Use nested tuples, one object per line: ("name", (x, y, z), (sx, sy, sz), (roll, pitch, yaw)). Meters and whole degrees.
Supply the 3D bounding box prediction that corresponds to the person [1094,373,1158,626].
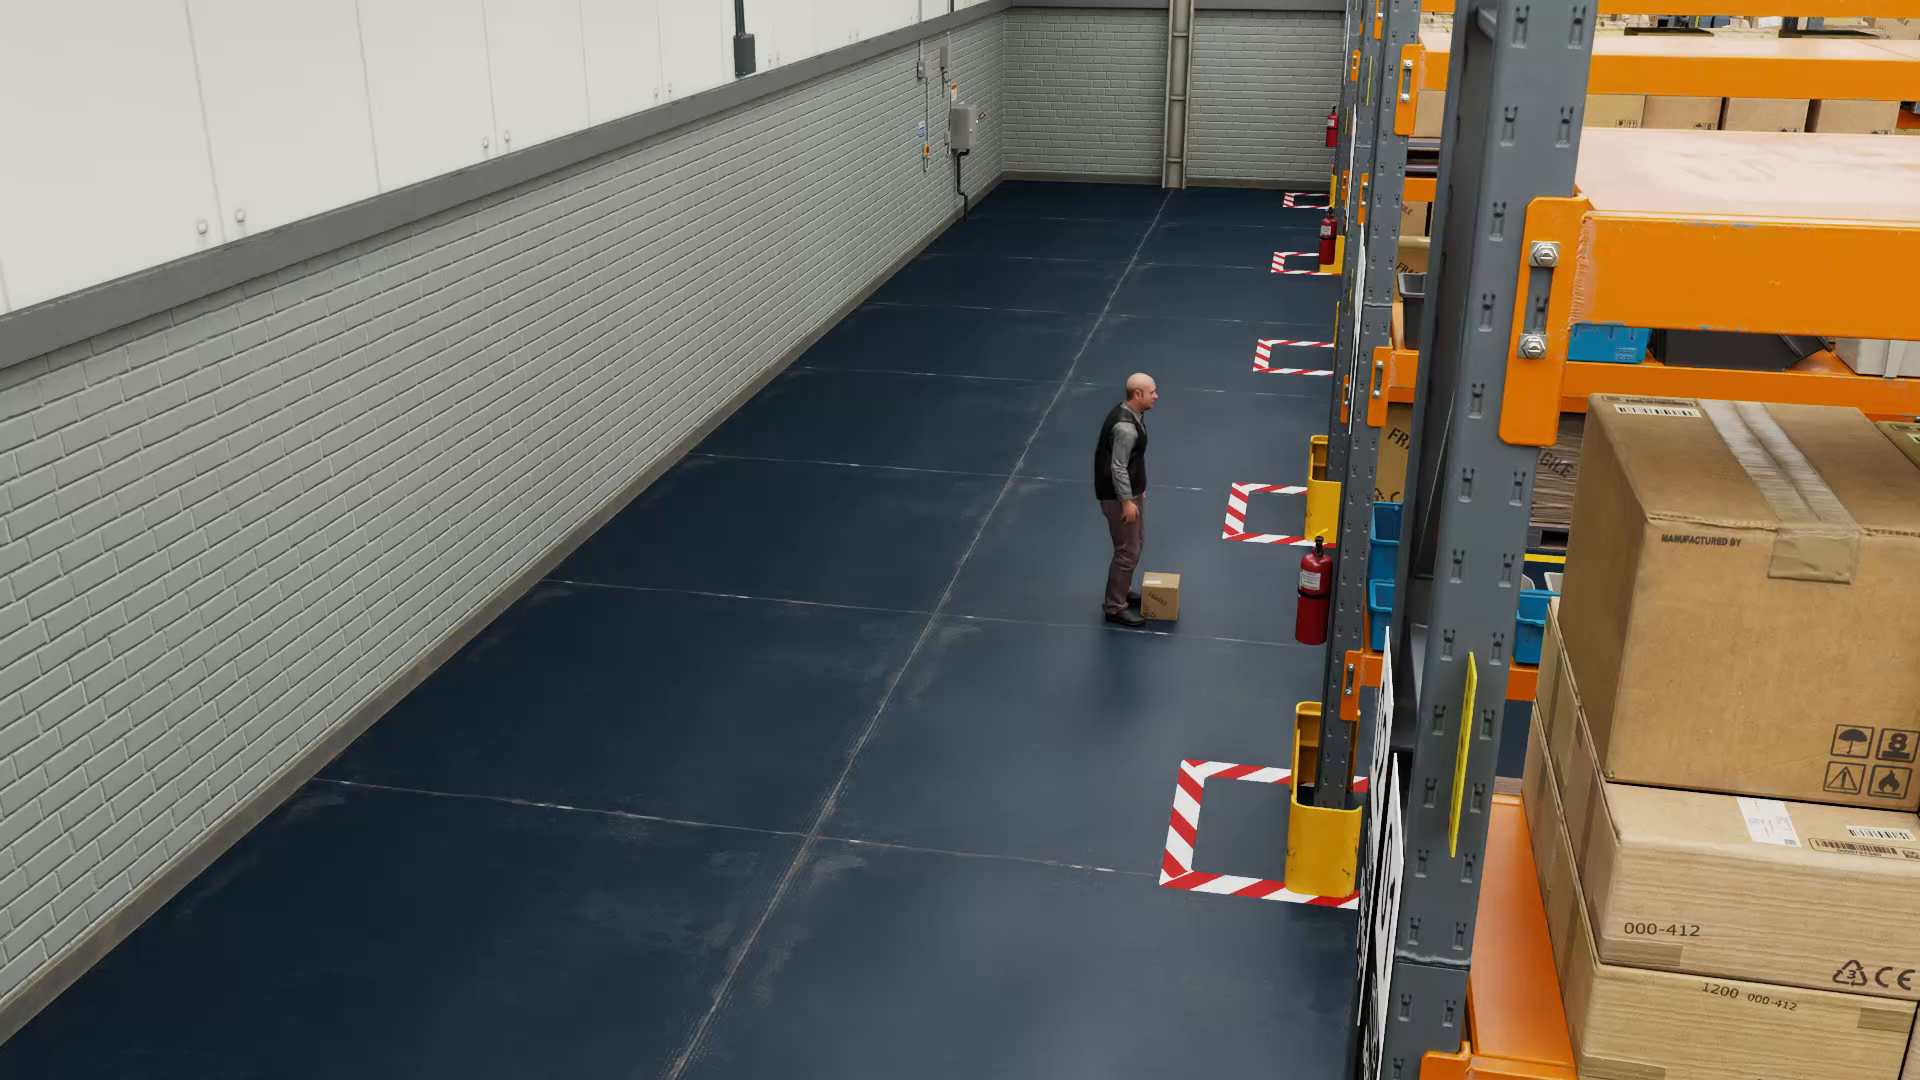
("person", (1.126, -0.307, 11.401), (0.418, 1.721, 0.581), (5, 22, 11))
